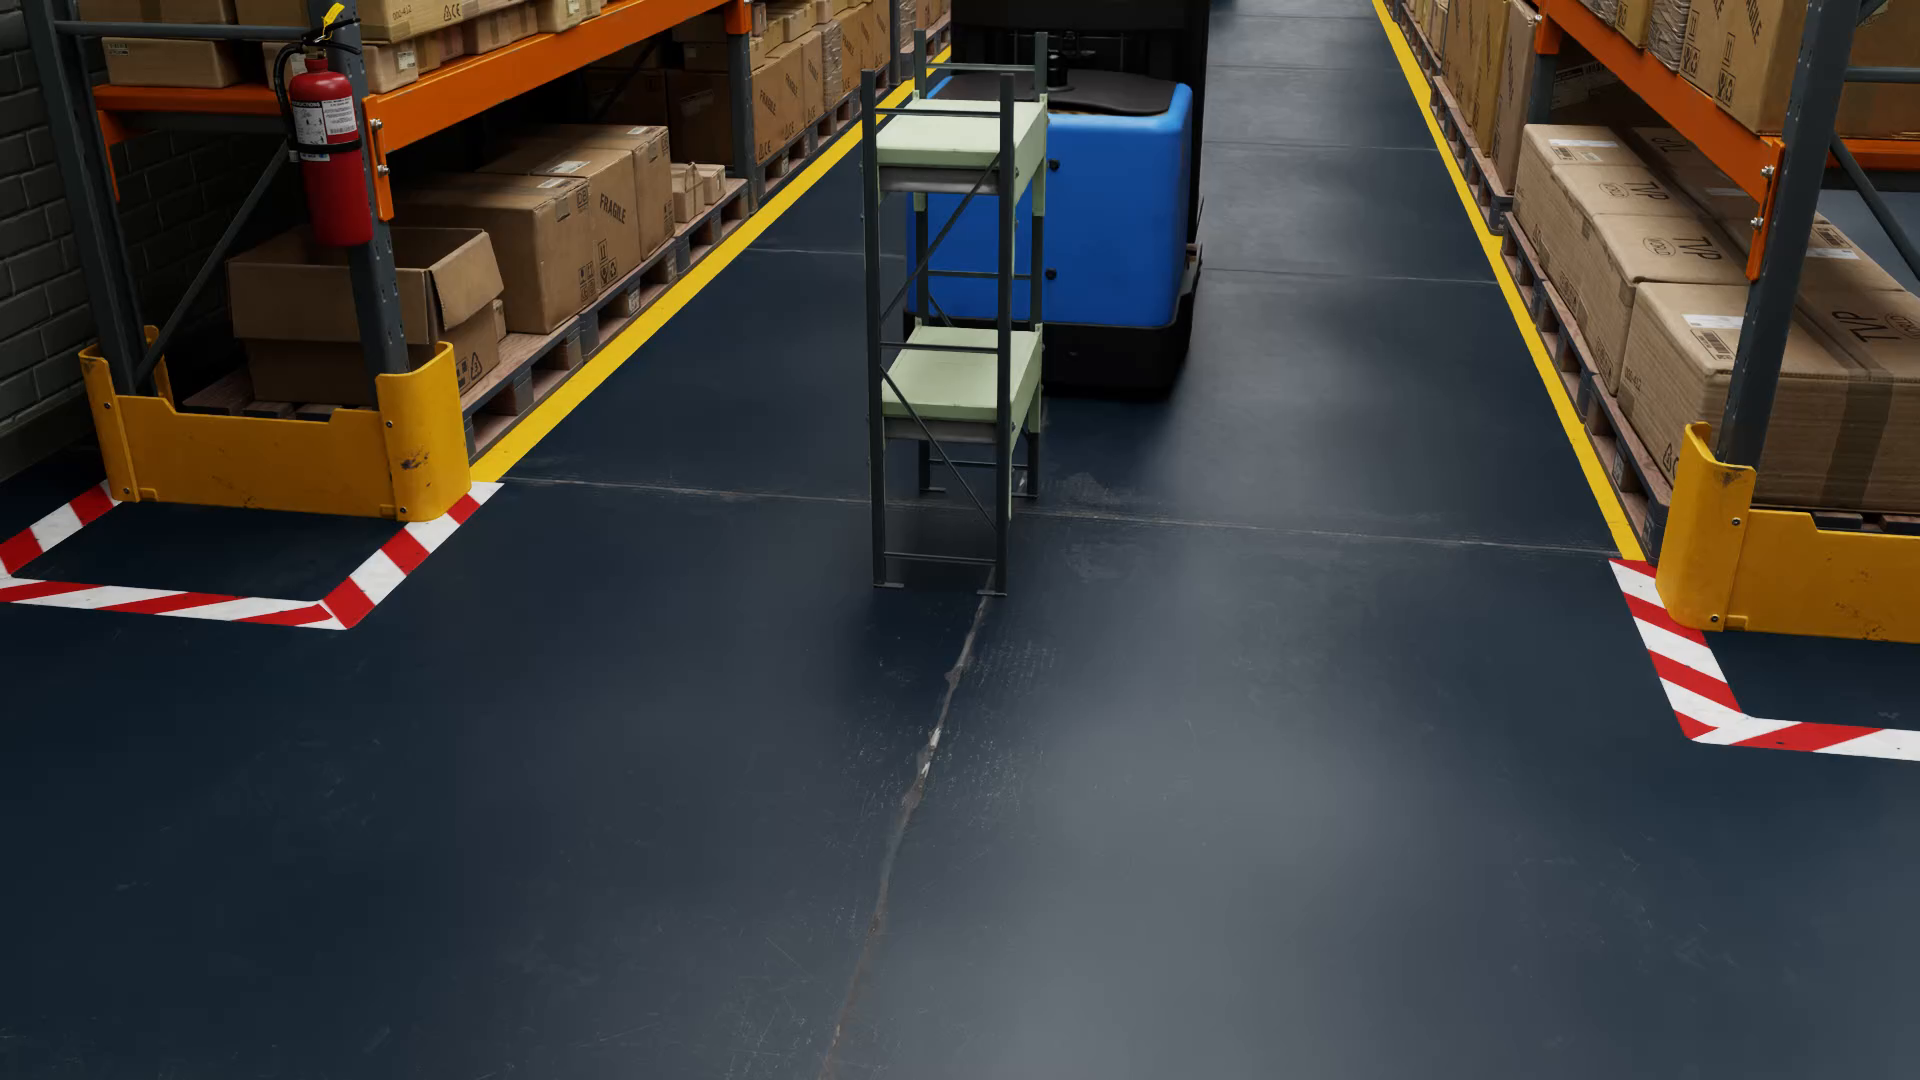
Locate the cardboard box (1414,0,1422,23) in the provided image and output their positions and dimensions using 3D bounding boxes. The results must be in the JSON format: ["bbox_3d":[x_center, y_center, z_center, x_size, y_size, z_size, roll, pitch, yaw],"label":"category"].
[{"bbox_3d":[4.402,-4.648,14.245,0.950,0.372,0.625,6,26,12],"label":"cardboard box"}]

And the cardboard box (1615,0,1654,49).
[{"bbox_3d":[2.699,-2.056,5.987,0.500,0.500,0.500,5,26,10],"label":"cardboard box"}]

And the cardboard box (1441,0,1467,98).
[{"bbox_3d":[3.751,-3.440,11.072,0.875,0.875,0.875,4,25,8],"label":"cardboard box"}]

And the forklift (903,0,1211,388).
[{"bbox_3d":[0.546,-2.500,7.134,1.130,2.935,3.031,4,25,9],"label":"forklift"}]

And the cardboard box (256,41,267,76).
[{"bbox_3d":[-2.368,-1.637,5.505,0.380,0.149,0.250,5,26,10],"label":"cardboard box"}]

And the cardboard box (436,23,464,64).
[{"bbox_3d":[-1.931,-1.718,5.679,0.380,0.149,0.250,4,25,8],"label":"cardboard box"}]

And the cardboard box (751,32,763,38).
[{"bbox_3d":[-1.316,-2.769,9.316,0.380,0.149,0.250,3,25,7],"label":"cardboard box"}]

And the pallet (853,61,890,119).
[{"bbox_3d":[-1.111,-3.265,11.976,1.003,0.211,1.213,4,25,9],"label":"pallet"}]

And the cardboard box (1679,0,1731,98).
[{"bbox_3d":[2.553,-1.624,5.062,0.500,0.500,0.500,3,25,7],"label":"cardboard box"}]

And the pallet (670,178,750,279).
[{"bbox_3d":[-1.719,-1.614,8.450,1.003,0.211,1.213,4,25,9],"label":"pallet"}]

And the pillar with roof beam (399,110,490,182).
[{"bbox_3d":[1.638,-5.355,6.075,9.100,9.000,0.400,4,25,9],"label":"pillar with roof beam"}]

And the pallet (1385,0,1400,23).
[{"bbox_3d":[4.674,-5.189,16.086,1.003,0.211,1.213,4,25,9],"label":"pallet"}]

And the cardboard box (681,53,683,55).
[{"bbox_3d":[-1.728,-2.655,9.838,0.500,0.500,0.500,3,25,6],"label":"cardboard box"}]

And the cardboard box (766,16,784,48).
[{"bbox_3d":[-1.254,-2.993,9.794,0.380,0.149,0.250,4,25,8],"label":"cardboard box"}]

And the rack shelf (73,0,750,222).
[{"bbox_3d":[-1.933,-2.002,6.838,1.077,0.370,4.000,4,25,9],"label":"rack shelf"}]

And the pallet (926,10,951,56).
[{"bbox_3d":[-0.577,-4.425,14.454,1.003,0.211,1.213,4,25,9],"label":"pallet"}]

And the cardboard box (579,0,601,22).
[{"bbox_3d":[-1.653,-2.143,6.587,0.380,0.149,0.250,5,25,10],"label":"cardboard box"}]

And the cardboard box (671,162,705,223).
[{"bbox_3d":[-1.465,-1.714,8.103,0.396,0.266,0.258,5,26,10],"label":"cardboard box"}]

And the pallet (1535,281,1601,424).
[{"bbox_3d":[2.893,-0.735,6.571,1.003,0.211,1.213,4,25,9],"label":"pallet"}]

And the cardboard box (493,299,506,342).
[{"bbox_3d":[-1.958,-0.815,6.320,0.380,0.149,0.250,3,25,6],"label":"cardboard box"}]

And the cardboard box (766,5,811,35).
[{"bbox_3d":[-1.133,-3.198,10.233,0.380,0.149,0.250,5,26,10],"label":"cardboard box"}]

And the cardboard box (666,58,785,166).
[{"bbox_3d":[-1.305,-2.409,9.312,0.500,0.500,0.500,5,26,11],"label":"cardboard box"}]

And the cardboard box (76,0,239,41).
[{"bbox_3d":[-2.446,-1.769,5.317,0.500,0.250,0.500,5,26,10],"label":"cardboard box"}]

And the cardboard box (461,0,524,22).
[{"bbox_3d":[-1.837,-1.940,5.683,0.500,0.250,0.500,4,25,9],"label":"cardboard box"}]

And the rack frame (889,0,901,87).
[{"bbox_3d":[-0.952,-4.838,12.047,1.000,3.000,0.127,4,25,9],"label":"rack frame"}]

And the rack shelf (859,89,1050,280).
[{"bbox_3d":[0.001,-1.036,4.773,0.431,0.370,0.720,4,25,9],"label":"rack shelf"}]

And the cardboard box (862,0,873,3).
[{"bbox_3d":[-0.797,-3.849,11.623,0.380,0.149,0.250,3,25,6],"label":"cardboard box"}]

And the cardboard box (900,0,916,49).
[{"bbox_3d":[-0.837,-4.212,13.016,0.875,0.625,0.625,5,26,10],"label":"cardboard box"}]

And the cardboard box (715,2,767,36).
[{"bbox_3d":[-1.290,-2.895,9.233,0.380,0.149,0.250,3,25,6],"label":"cardboard box"}]

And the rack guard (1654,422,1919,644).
[{"bbox_3d":[2.634,-0.007,4.676,1.175,0.500,0.348,4,25,9],"label":"rack guard"}]

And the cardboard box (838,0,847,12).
[{"bbox_3d":[-0.971,-3.635,11.165,0.380,0.149,0.250,5,26,10],"label":"cardboard box"}]

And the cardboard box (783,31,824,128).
[{"bbox_3d":[-1.142,-2.841,10.235,0.500,0.500,0.500,3,25,7],"label":"cardboard box"}]

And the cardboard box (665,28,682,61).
[{"bbox_3d":[-1.792,-2.801,9.383,0.380,0.149,0.250,4,25,9],"label":"cardboard box"}]

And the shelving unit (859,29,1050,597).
[{"bbox_3d":[0.001,-0.682,4.938,0.431,1.500,0.755,4,25,9],"label":"shelving unit"}]

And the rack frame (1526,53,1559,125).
[{"bbox_3d":[3.292,-2.822,7.741,1.000,3.000,0.127,4,25,9],"label":"rack frame"}]

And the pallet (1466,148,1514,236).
[{"bbox_3d":[3.344,-1.887,9.033,1.003,0.211,1.213,4,25,9],"label":"pallet"}]

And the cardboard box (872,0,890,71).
[{"bbox_3d":[-0.809,-3.704,12.078,0.500,0.500,0.500,5,26,10],"label":"cardboard box"}]

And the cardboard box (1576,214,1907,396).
[{"bbox_3d":[2.789,-0.845,6.045,0.875,0.438,0.875,5,25,10],"label":"cardboard box"}]

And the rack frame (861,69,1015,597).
[{"bbox_3d":[-0.059,-0.529,4.611,0.400,1.500,0.023,4,25,9],"label":"rack frame"}]

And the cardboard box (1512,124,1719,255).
[{"bbox_3d":[3.083,-1.597,7.650,0.875,0.438,0.875,4,25,8],"label":"cardboard box"}]

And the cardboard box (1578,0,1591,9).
[{"bbox_3d":[2.870,-2.479,6.890,0.500,0.500,0.500,4,25,9],"label":"cardboard box"}]

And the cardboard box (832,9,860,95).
[{"bbox_3d":[-0.984,-3.276,11.164,0.500,0.500,0.500,5,26,11],"label":"cardboard box"}]

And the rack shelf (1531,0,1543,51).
[{"bbox_3d":[3.619,-3.333,9.681,1.077,0.370,4.000,4,25,9],"label":"rack shelf"}]

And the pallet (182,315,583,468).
[{"bbox_3d":[-2.118,-0.594,6.270,1.003,0.211,1.213,4,25,9],"label":"pallet"}]

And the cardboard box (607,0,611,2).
[{"bbox_3d":[-1.685,-2.362,7.055,0.380,0.149,0.250,4,25,9],"label":"cardboard box"}]

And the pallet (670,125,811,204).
[{"bbox_3d":[-1.510,-2.244,9.796,1.003,0.211,1.213,4,25,9],"label":"pallet"}]

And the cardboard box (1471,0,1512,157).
[{"bbox_3d":[3.454,-2.693,9.477,0.875,0.875,0.875,5,26,10],"label":"cardboard box"}]

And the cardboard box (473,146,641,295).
[{"bbox_3d":[-1.703,-1.368,7.087,0.500,0.500,0.500,4,25,9],"label":"cardboard box"}]

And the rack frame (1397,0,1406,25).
[{"bbox_3d":[4.599,-6.168,14.889,1.000,3.000,0.127,4,25,9],"label":"rack frame"}]

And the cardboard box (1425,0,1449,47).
[{"bbox_3d":[4.160,-4.040,12.947,0.950,0.372,0.625,4,25,8],"label":"cardboard box"}]

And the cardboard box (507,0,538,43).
[{"bbox_3d":[-1.791,-1.931,6.134,0.380,0.149,0.250,4,25,9],"label":"cardboard box"}]

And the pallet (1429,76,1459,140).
[{"bbox_3d":[3.742,-2.908,11.213,1.003,0.211,1.213,4,25,9],"label":"pallet"}]

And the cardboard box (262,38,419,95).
[{"bbox_3d":[-1.935,-1.496,5.205,0.380,0.149,0.250,4,25,8],"label":"cardboard box"}]

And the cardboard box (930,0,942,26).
[{"bbox_3d":[-0.628,-4.768,14.203,0.875,0.625,0.625,3,25,6],"label":"cardboard box"}]

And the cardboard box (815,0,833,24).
[{"bbox_3d":[-1.027,-3.413,10.690,0.380,0.149,0.250,3,25,6],"label":"cardboard box"}]

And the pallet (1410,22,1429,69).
[{"bbox_3d":[4.276,-4.068,13.691,1.003,0.211,1.213,4,25,9],"label":"pallet"}]
